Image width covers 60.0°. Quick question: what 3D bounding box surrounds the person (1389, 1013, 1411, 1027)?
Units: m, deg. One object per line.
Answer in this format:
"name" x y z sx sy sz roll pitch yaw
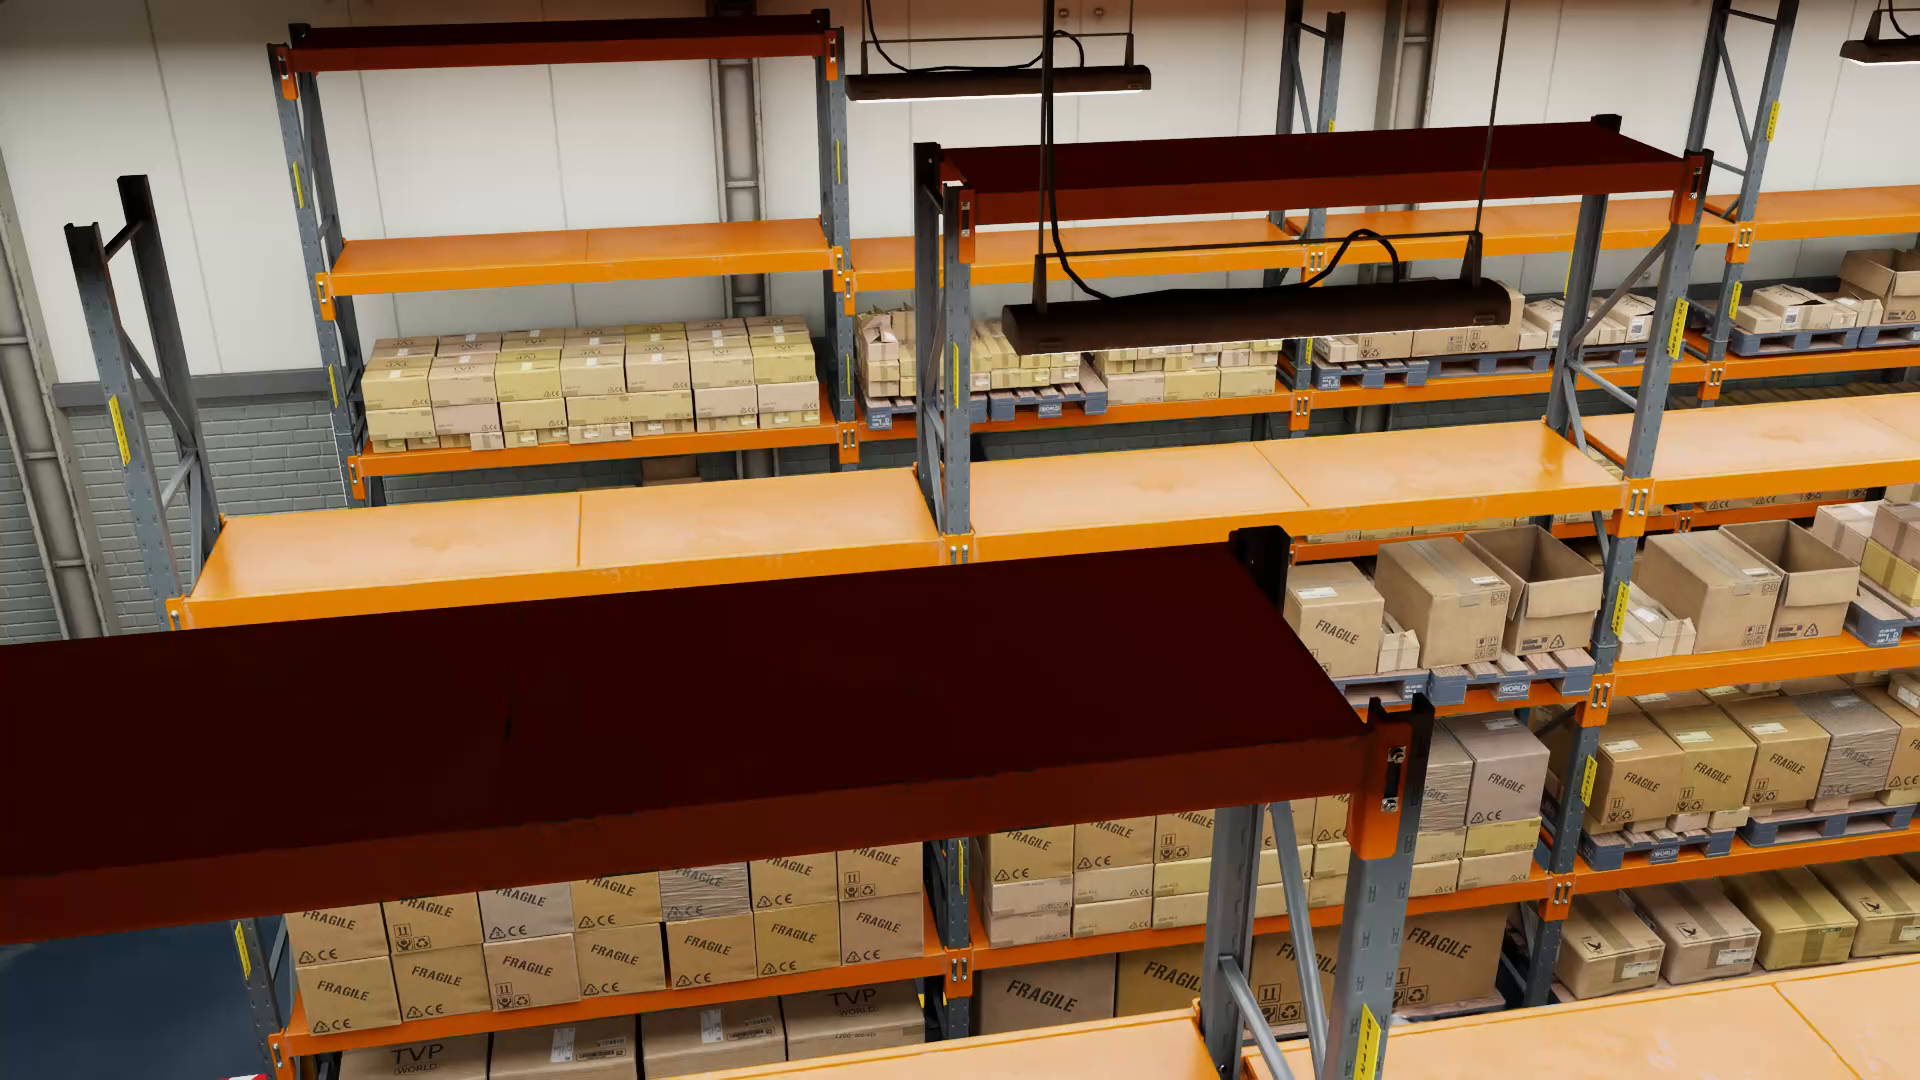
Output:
"person" 2.495 3.381 9.421 0.583 1.686 0.587 -5 26 -9
